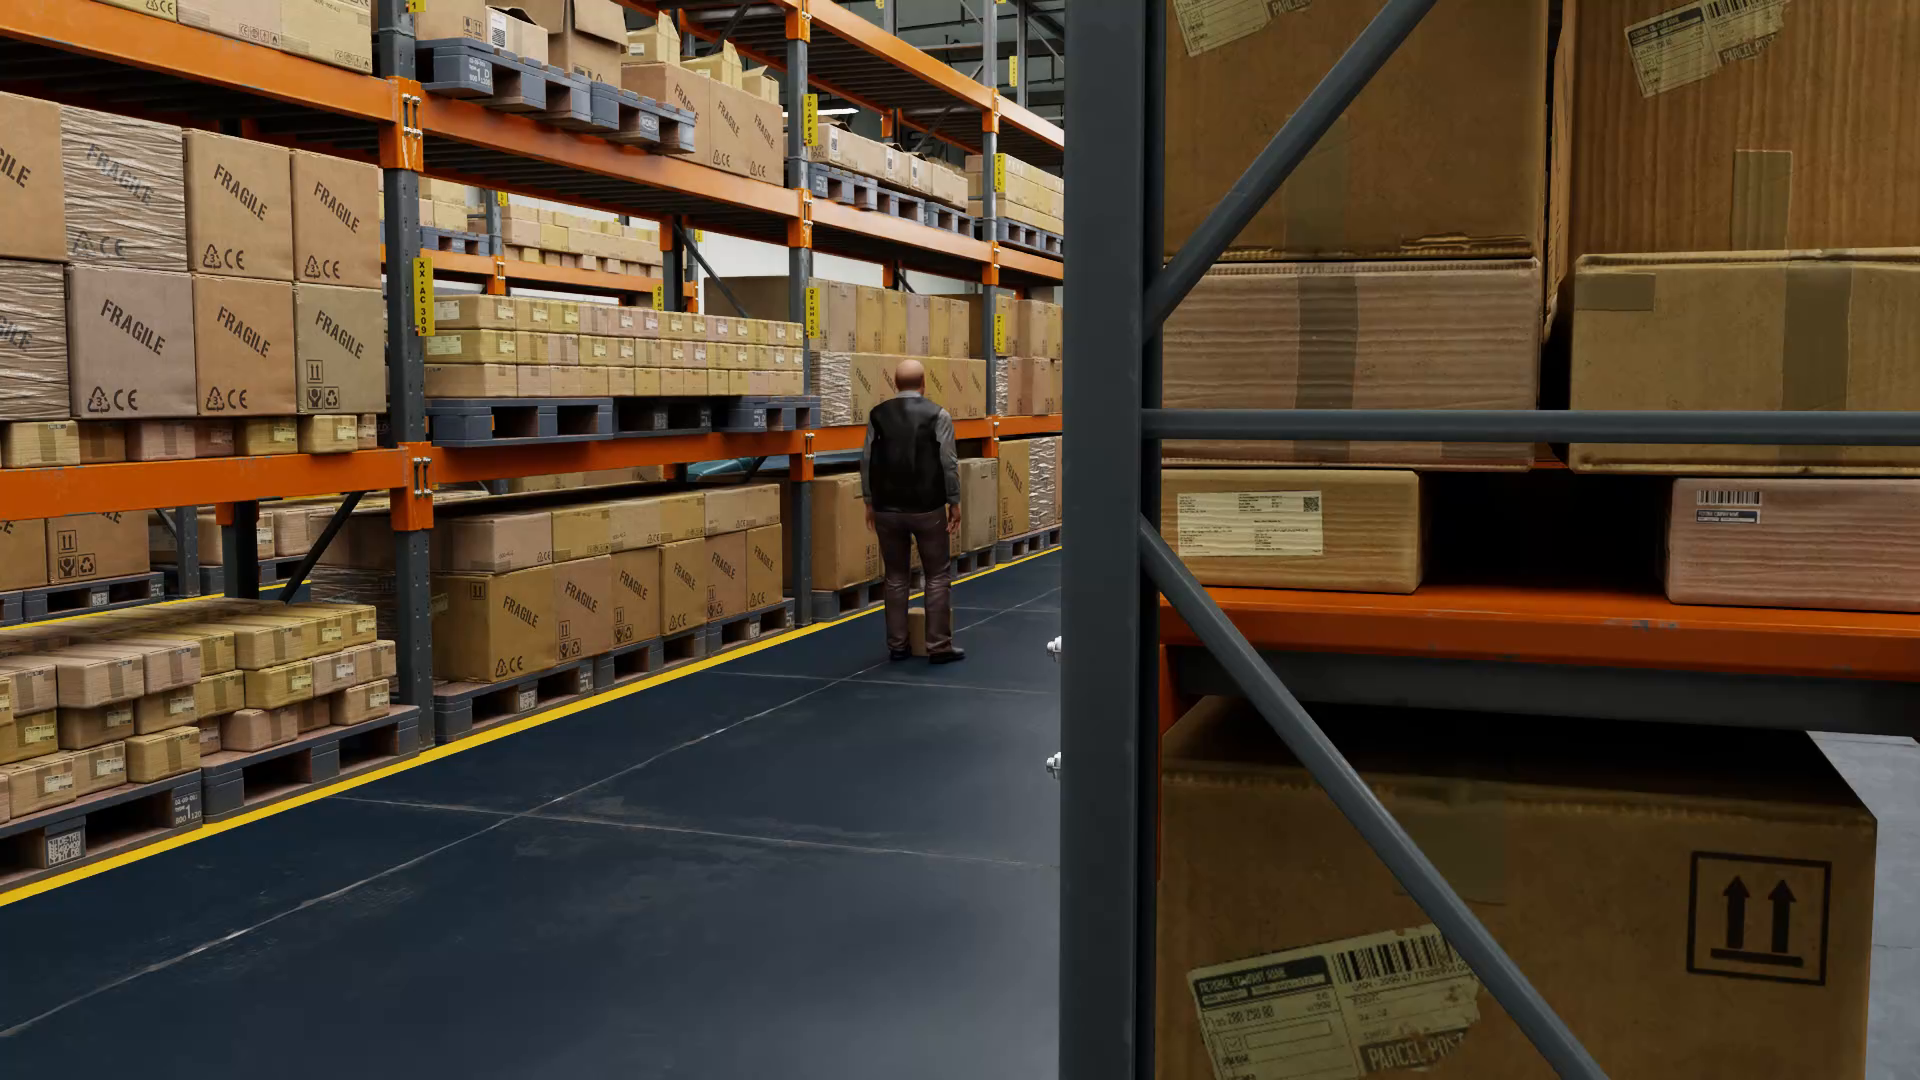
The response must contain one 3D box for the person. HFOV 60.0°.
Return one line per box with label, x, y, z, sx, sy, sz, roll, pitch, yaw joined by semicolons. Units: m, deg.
person;-0.275;-0.167;9.482;0.580;1.719;0.475;1;5;16
